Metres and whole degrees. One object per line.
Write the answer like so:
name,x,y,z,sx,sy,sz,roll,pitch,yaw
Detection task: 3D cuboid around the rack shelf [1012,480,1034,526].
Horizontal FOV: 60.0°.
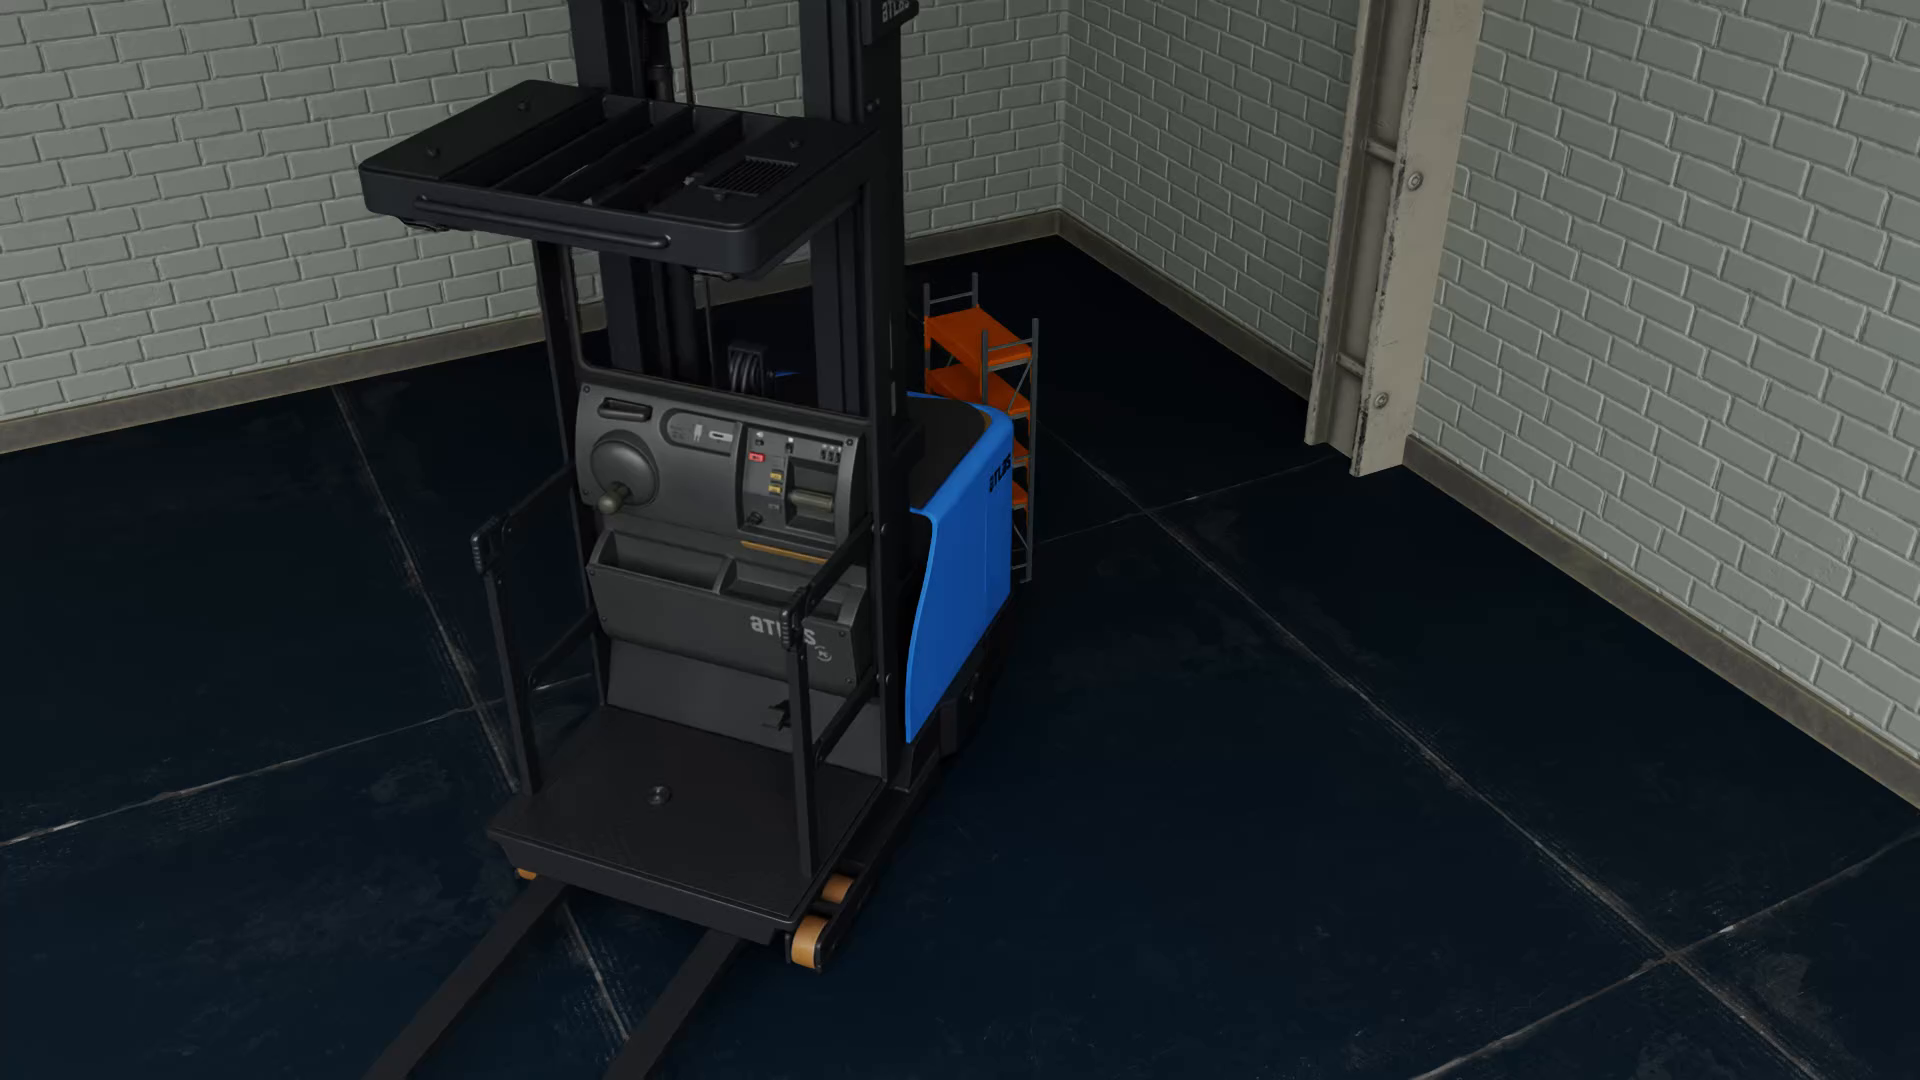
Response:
rack shelf,0.077,-0.202,6.946,0.258,0.148,0.480,-16,36,-23

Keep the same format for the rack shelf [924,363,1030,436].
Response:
rack shelf,0.077,-0.558,6.719,0.258,0.148,0.480,-16,36,-23

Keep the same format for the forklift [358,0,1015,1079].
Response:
forklift,-0.811,-0.162,4.785,1.130,2.935,3.031,12,35,18

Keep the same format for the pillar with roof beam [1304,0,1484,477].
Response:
pillar with roof beam,-1.930,-3.129,3.793,9.100,9.000,0.400,-16,36,-23

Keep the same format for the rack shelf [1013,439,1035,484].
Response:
rack shelf,0.077,-0.370,6.839,0.258,0.148,0.480,-16,36,-23

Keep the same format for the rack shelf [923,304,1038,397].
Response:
rack shelf,0.077,-0.757,6.591,0.258,0.148,0.480,-16,36,-23

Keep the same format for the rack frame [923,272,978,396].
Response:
rack frame,-0.037,-0.543,6.985,0.240,1.200,0.015,-16,36,-23

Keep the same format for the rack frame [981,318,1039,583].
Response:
rack frame,0.191,-0.310,6.621,0.240,1.200,0.015,-16,36,-23

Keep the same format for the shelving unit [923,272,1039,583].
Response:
shelving unit,0.077,-0.426,6.803,0.258,1.200,0.503,-16,36,-23
